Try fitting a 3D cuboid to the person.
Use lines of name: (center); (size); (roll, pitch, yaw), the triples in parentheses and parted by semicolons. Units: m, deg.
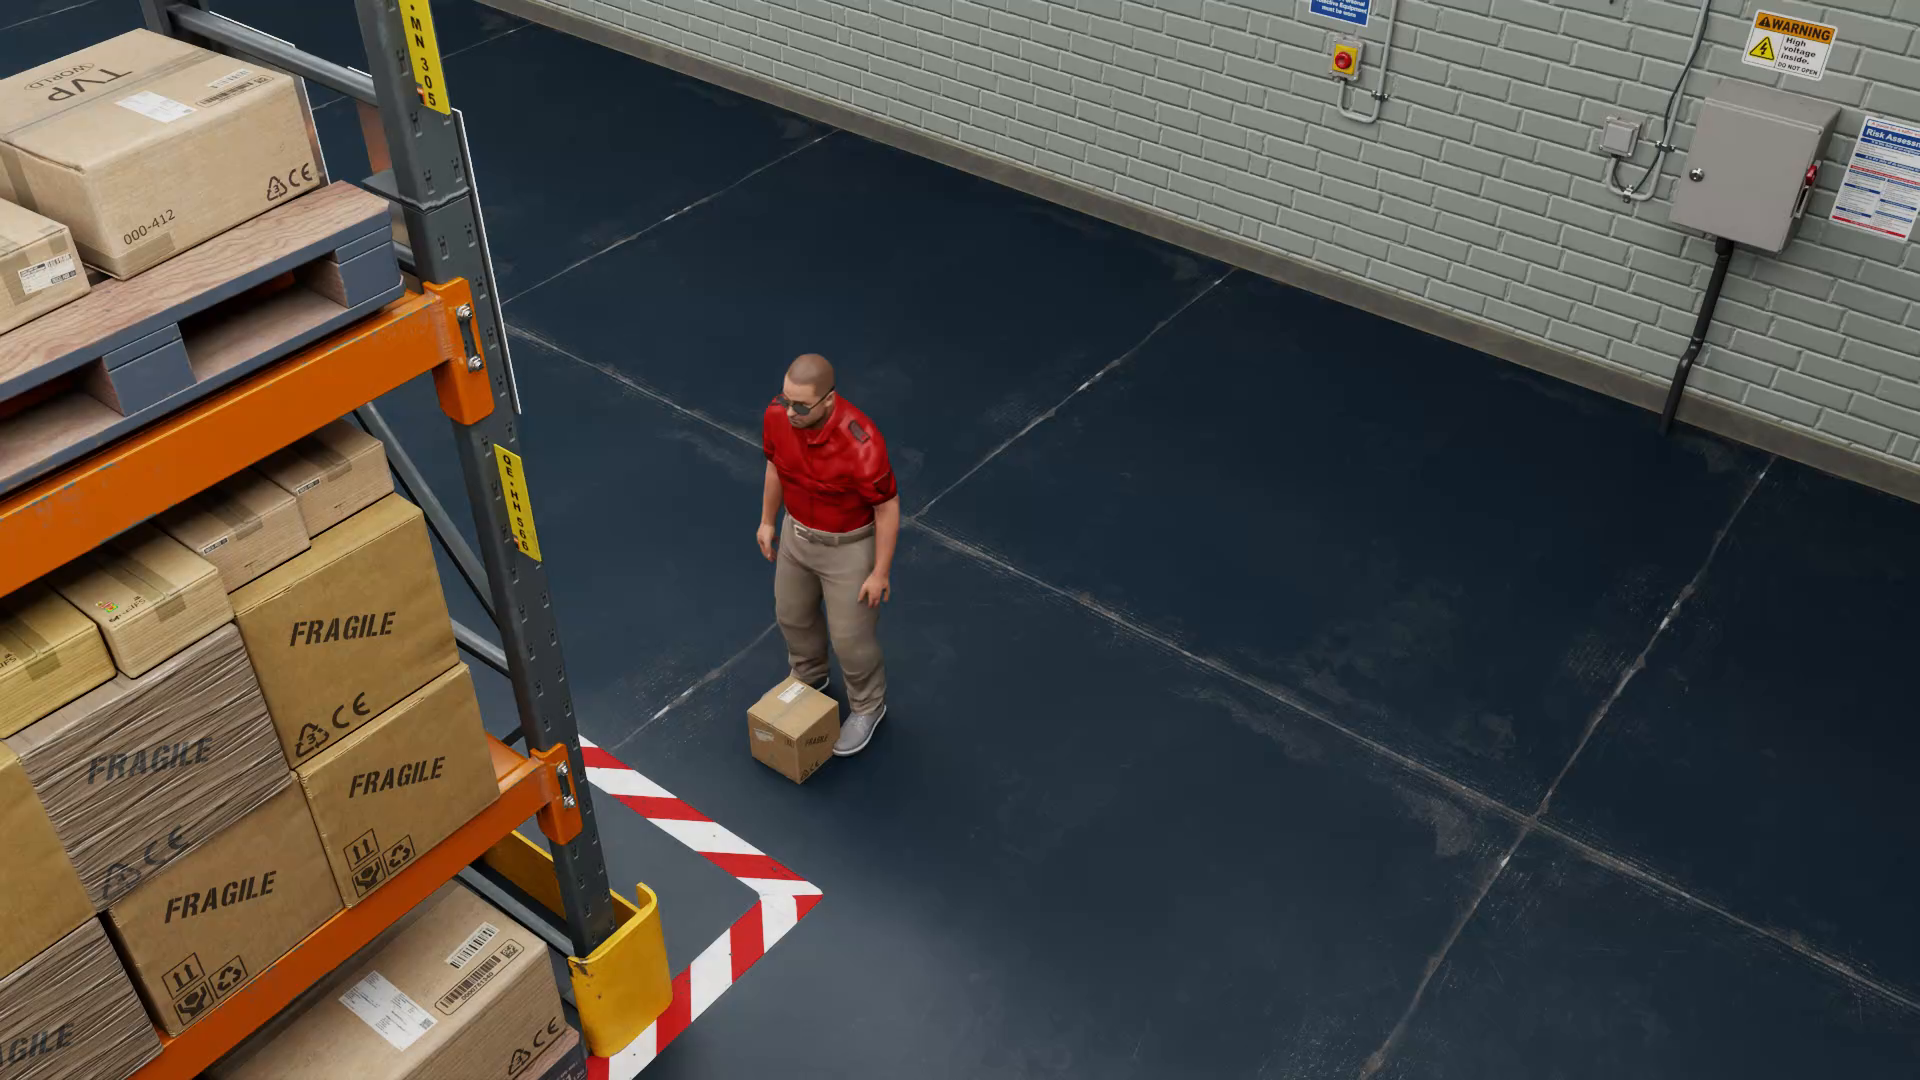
person: (-0.486, 0.028, 6.129); (0.595, 1.727, 0.384); (24, 45, 27)
